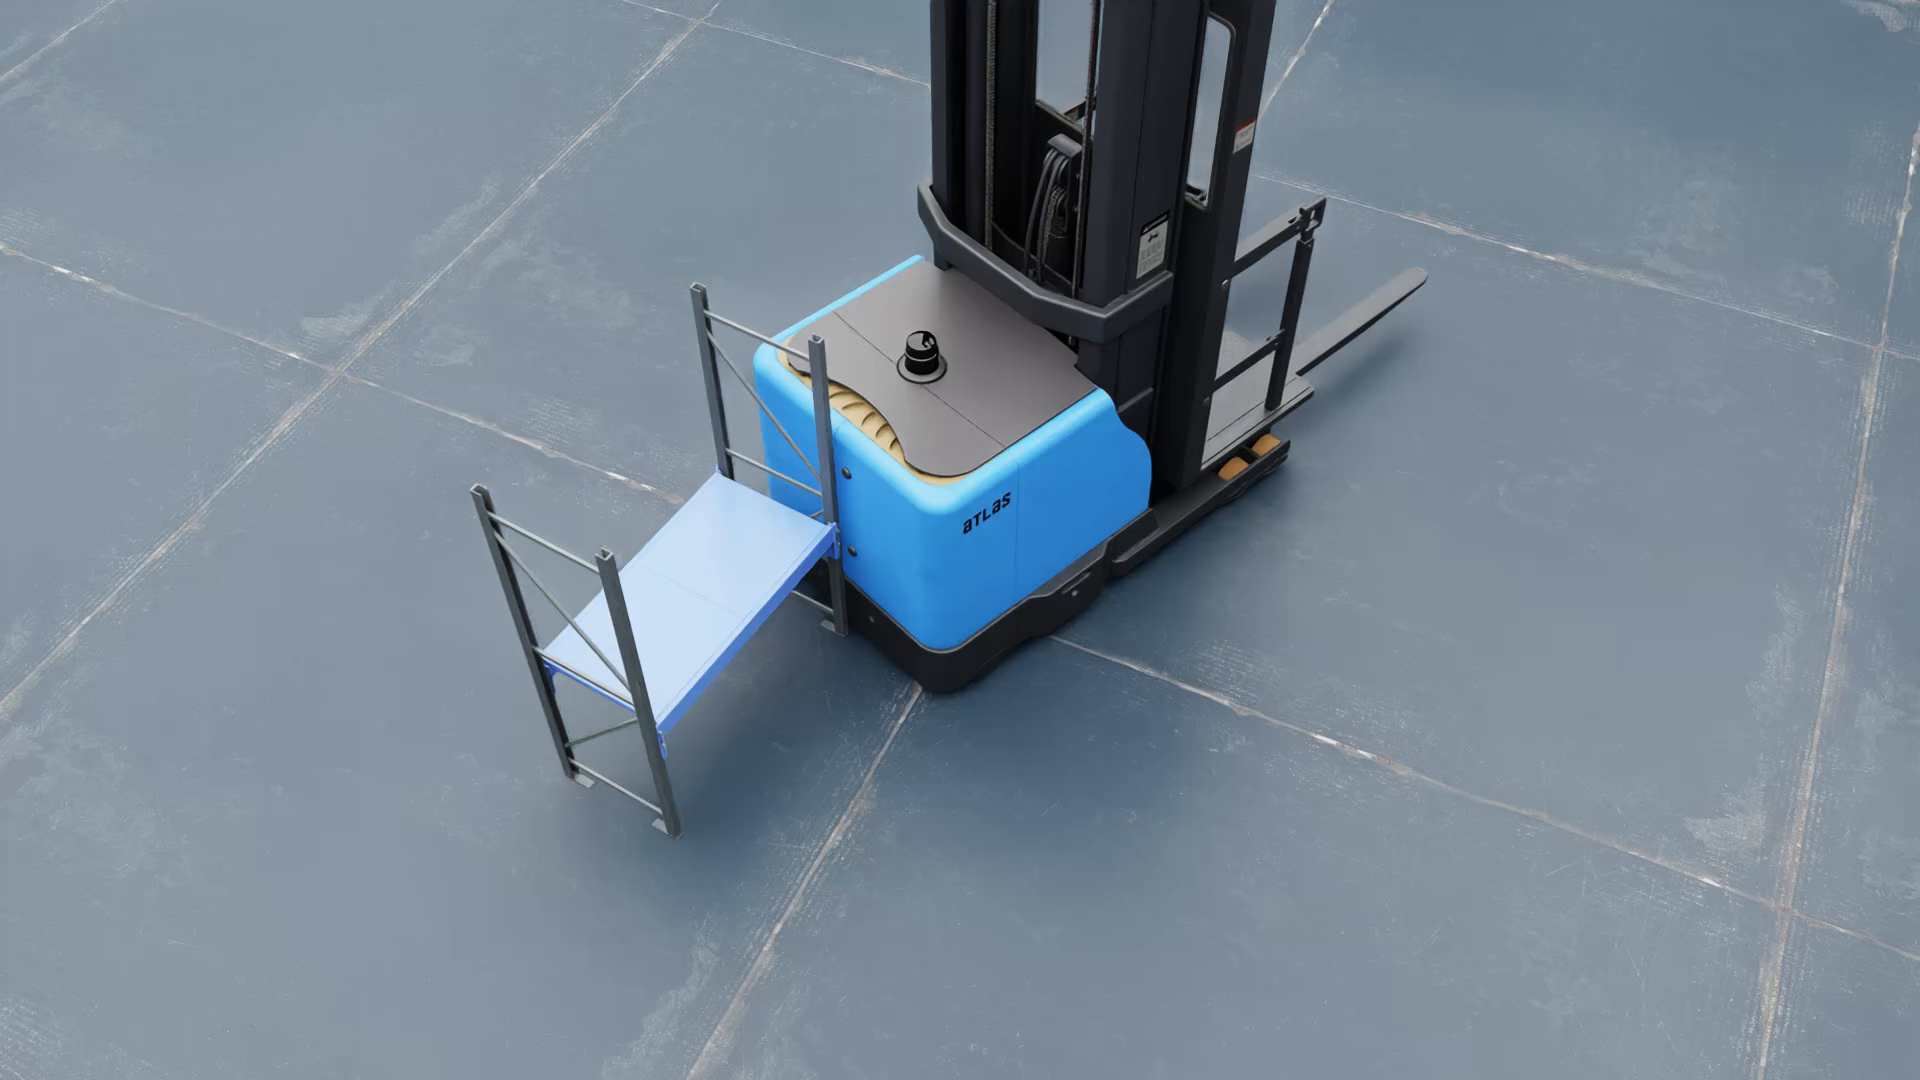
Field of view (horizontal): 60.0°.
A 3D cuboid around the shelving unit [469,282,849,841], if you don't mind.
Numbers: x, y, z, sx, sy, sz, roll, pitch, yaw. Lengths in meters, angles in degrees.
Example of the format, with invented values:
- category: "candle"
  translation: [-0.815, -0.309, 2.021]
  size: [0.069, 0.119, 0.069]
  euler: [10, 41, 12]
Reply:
- category: "shelving unit"
  translation: [-0.905, 0.103, 5.493]
  size: [0.538, 1.500, 1.048]
  euler: [25, 54, 20]

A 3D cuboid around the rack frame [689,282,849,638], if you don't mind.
- category: "rack frame"
  translation: [-0.639, -0.227, 5.773]
  size: [0.500, 1.500, 0.032]
  euler: [25, 54, 20]

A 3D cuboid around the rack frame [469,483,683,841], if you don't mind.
- category: "rack frame"
  translation: [-1.171, 0.433, 5.212]
  size: [0.500, 1.500, 0.032]
  euler: [25, 54, 20]

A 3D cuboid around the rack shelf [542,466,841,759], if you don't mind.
- category: "rack shelf"
  translation: [-0.905, 0.220, 5.630]
  size: [0.538, 0.185, 1.000]
  euler: [25, 54, 20]

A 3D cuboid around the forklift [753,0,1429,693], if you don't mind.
- category: "forklift"
  translation: [0.702, -1.387, 5.821]
  size: [3.031, 2.935, 1.130]
  euler: [-34, 58, -26]
